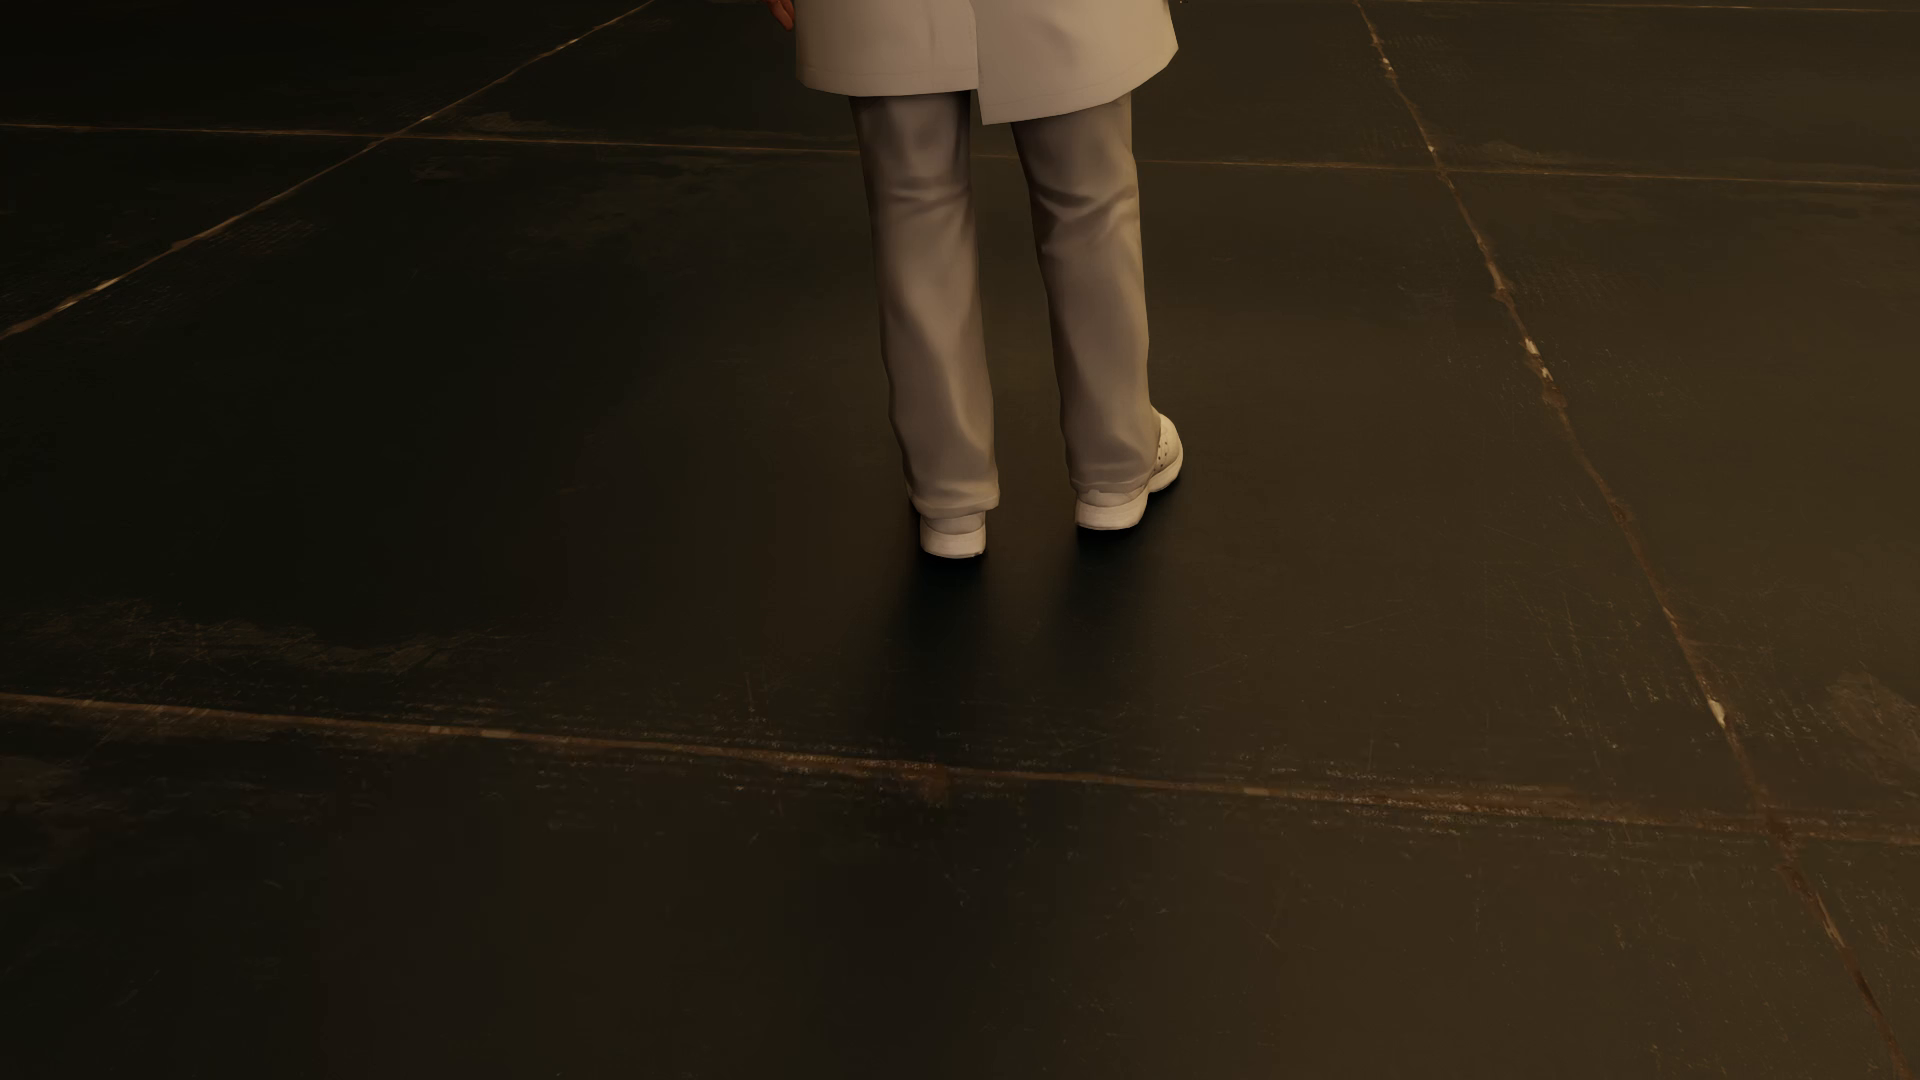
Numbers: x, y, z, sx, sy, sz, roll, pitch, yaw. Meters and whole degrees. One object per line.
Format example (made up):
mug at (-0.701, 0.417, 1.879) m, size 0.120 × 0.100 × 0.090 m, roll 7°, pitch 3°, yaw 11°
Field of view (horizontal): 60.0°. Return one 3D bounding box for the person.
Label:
person at (0.017, -0.842, 2.179) m, size 0.696 × 1.776 × 0.581 m, roll 3°, pitch 27°, yaw 7°
